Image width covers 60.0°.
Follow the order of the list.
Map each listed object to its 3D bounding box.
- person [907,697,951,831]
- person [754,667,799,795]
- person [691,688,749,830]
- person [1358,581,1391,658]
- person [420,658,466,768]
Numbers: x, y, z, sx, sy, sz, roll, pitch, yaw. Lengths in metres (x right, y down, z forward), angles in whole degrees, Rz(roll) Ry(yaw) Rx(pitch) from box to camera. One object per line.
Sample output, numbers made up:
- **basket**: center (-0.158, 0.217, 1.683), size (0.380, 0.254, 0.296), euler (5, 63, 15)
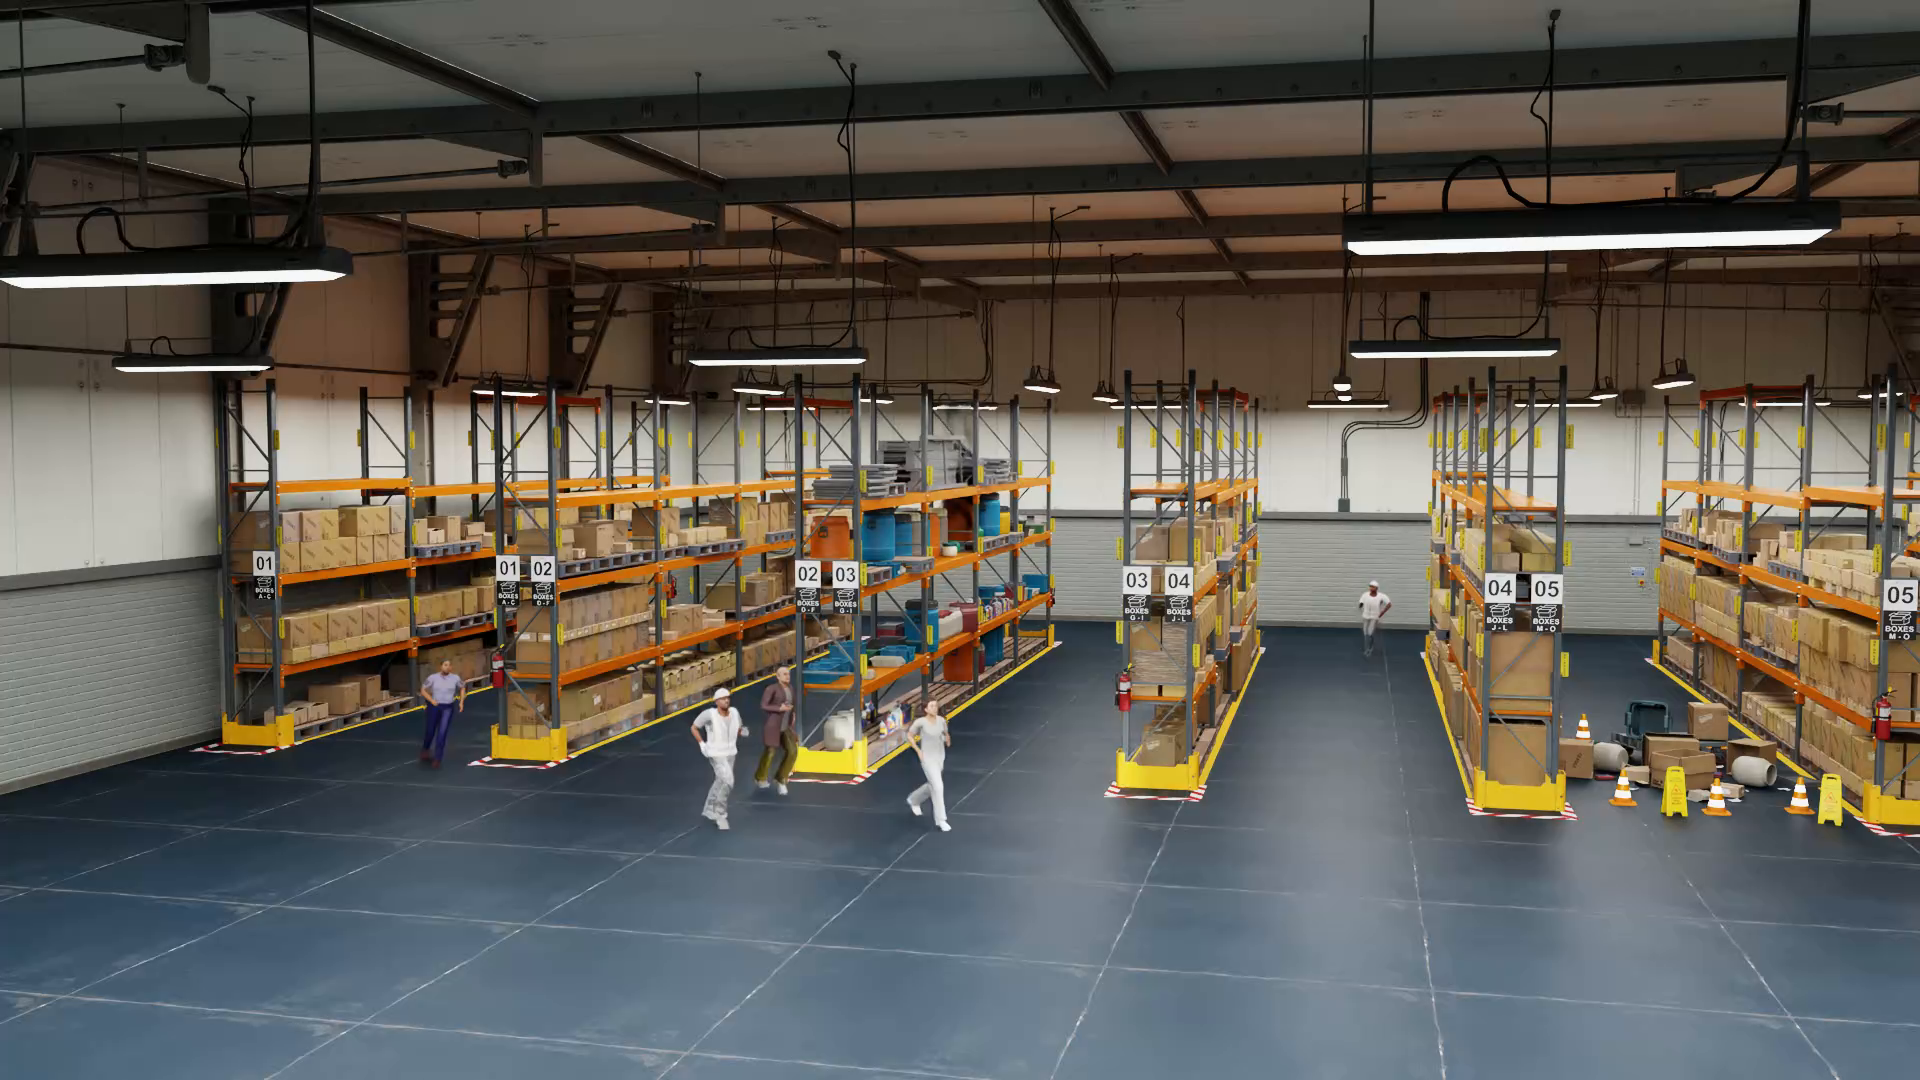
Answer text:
- **person**: center (-0.376, 2.871, 21.615), size (0.558, 1.681, 0.891), euler (-3, 4, -38)
- **person**: center (-2.549, 2.717, 23.647), size (0.706, 1.838, 0.805), euler (-3, 5, -40)
- **person**: center (-3.064, 2.834, 21.585), size (0.749, 1.843, 0.644), euler (3, 5, 40)
- **person**: center (9.510, 1.841, 38.354), size (0.698, 1.807, 0.716), euler (3, 4, 39)
- **person**: center (-7.992, 2.645, 25.706), size (0.692, 1.627, 0.854), euler (-1, 4, -18)
